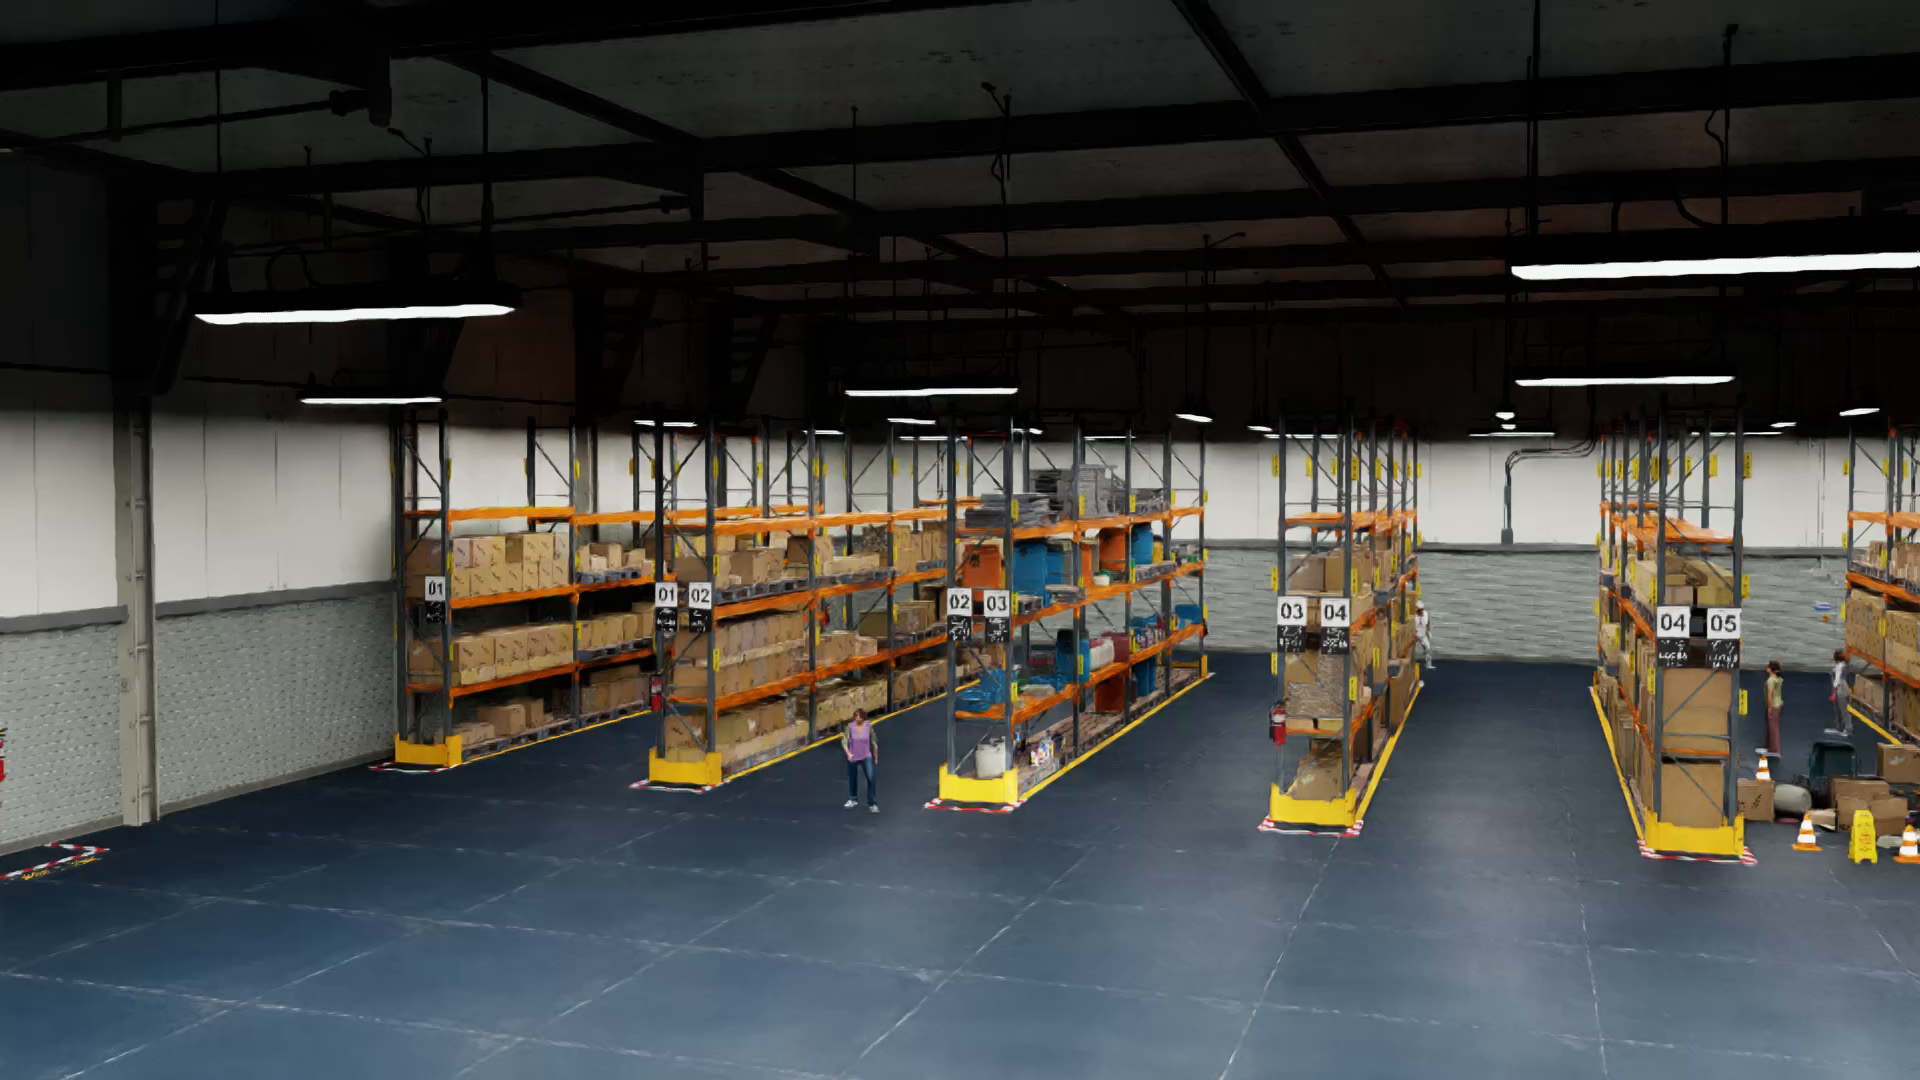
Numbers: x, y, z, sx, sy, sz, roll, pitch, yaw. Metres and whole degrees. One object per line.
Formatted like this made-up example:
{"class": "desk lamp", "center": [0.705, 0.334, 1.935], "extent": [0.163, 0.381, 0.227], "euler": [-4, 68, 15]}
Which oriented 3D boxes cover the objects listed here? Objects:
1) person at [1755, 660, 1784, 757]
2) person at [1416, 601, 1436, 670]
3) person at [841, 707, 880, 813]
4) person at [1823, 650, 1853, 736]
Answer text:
{"class": "person", "center": [14.066, 2.913, 28.882], "extent": [0.492, 1.674, 0.482], "euler": [-2, 3, -42]}
{"class": "person", "center": [11.423, 2.361, 41.436], "extent": [0.701, 1.718, 0.849], "euler": [0, 2, 2]}
{"class": "person", "center": [-1.445, 3.184, 24.281], "extent": [0.573, 1.532, 0.763], "euler": [0, 2, -1]}
{"class": "person", "center": [16.495, 2.853, 31.211], "extent": [0.542, 1.588, 0.540], "euler": [2, 3, 36]}
